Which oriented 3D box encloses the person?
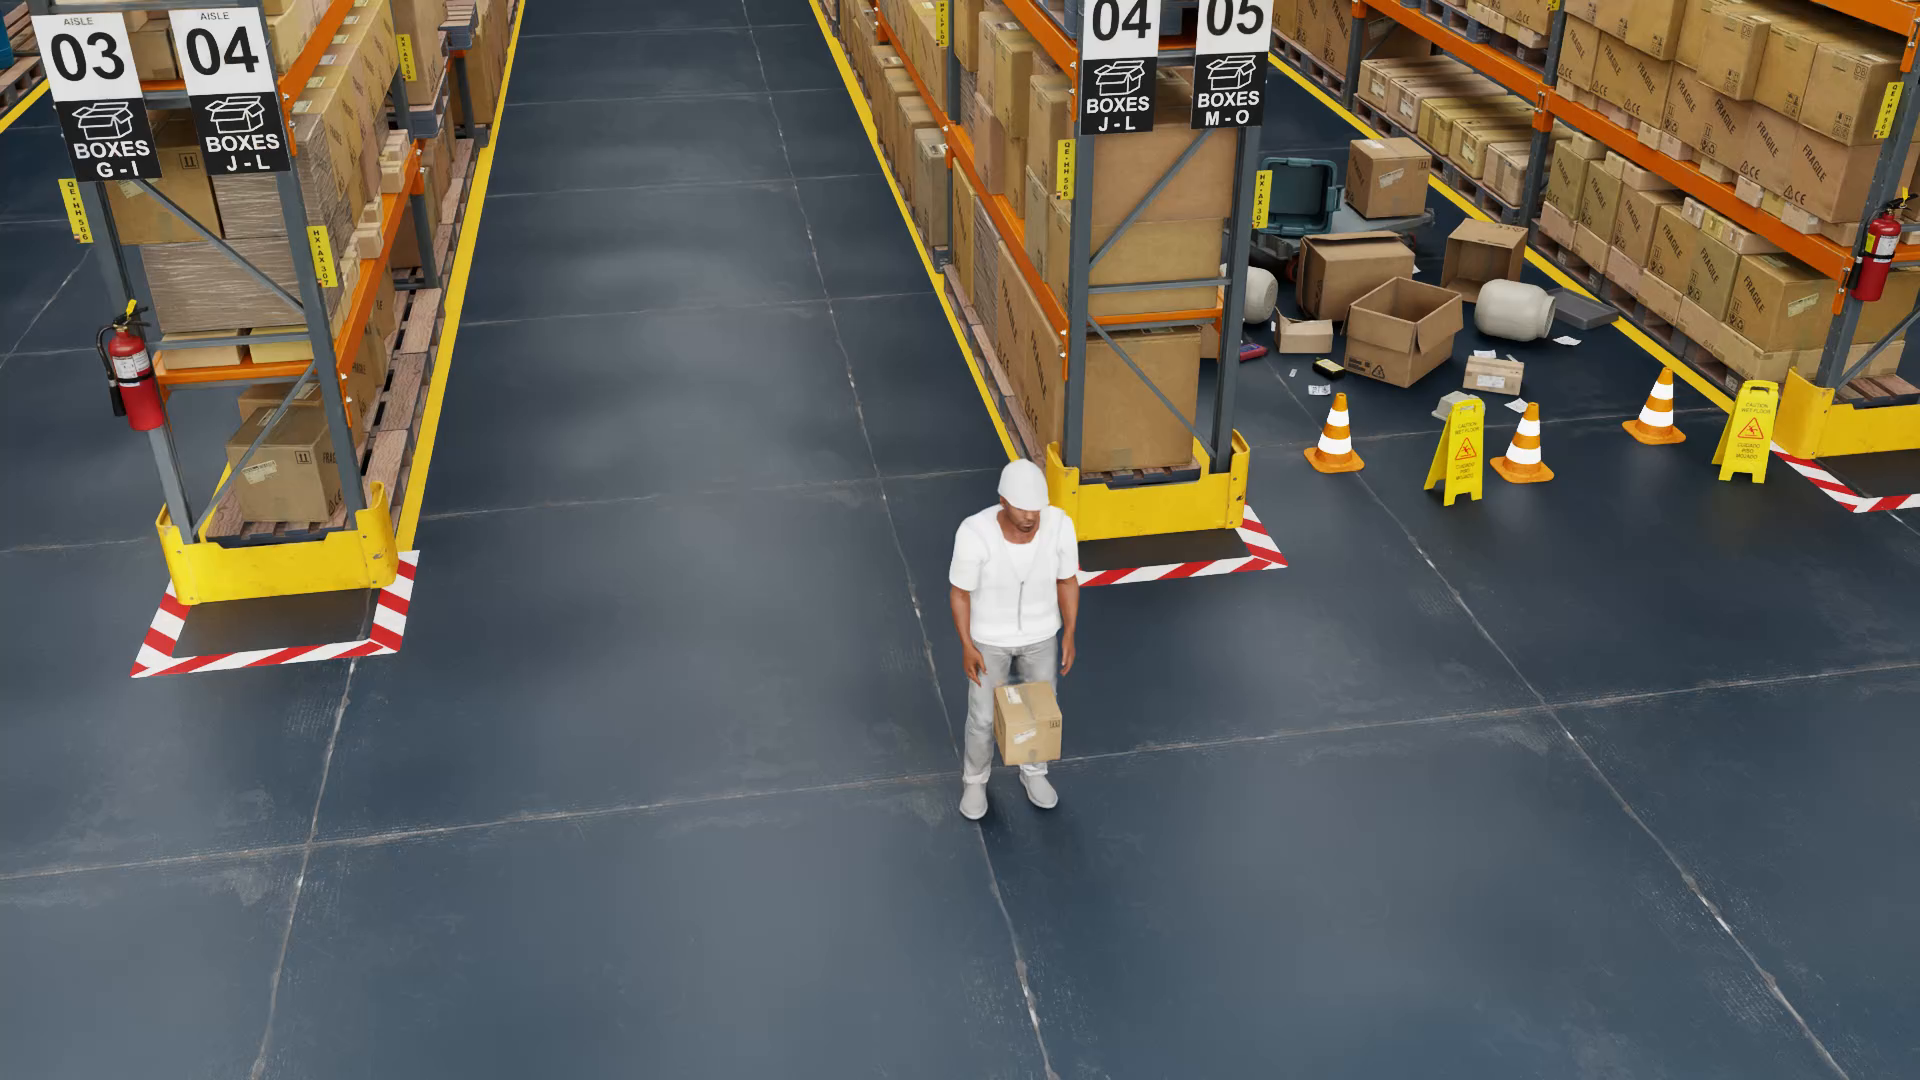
[{"bbox_3d":[0.244,0.424,7.399,0.586,1.762,0.414,-6,31,-10],"label":"person"}]
